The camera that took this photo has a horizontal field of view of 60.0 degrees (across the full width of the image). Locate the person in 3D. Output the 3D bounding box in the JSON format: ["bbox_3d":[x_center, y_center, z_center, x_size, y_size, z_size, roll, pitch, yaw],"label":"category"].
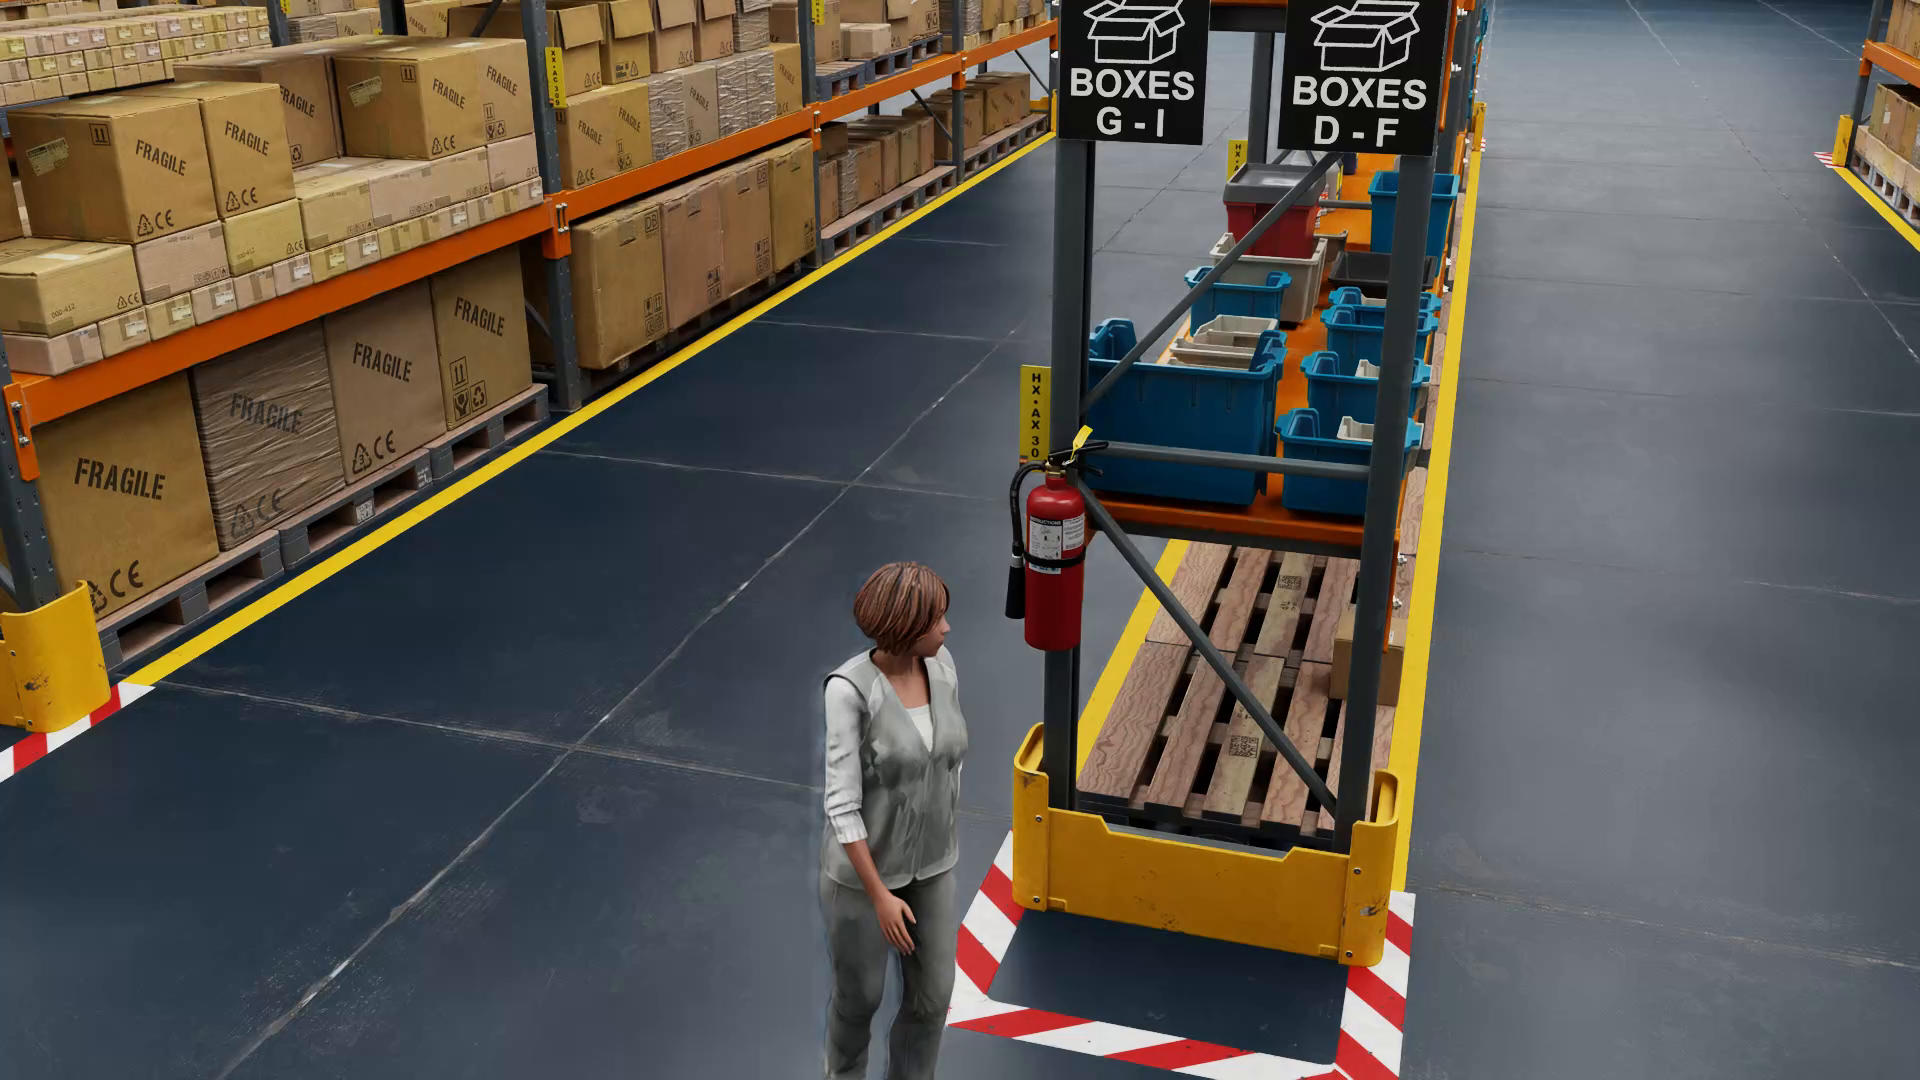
[{"bbox_3d":[-0.118,0.835,4.060,0.443,1.609,0.540,-14,26,-31],"label":"person"}]
